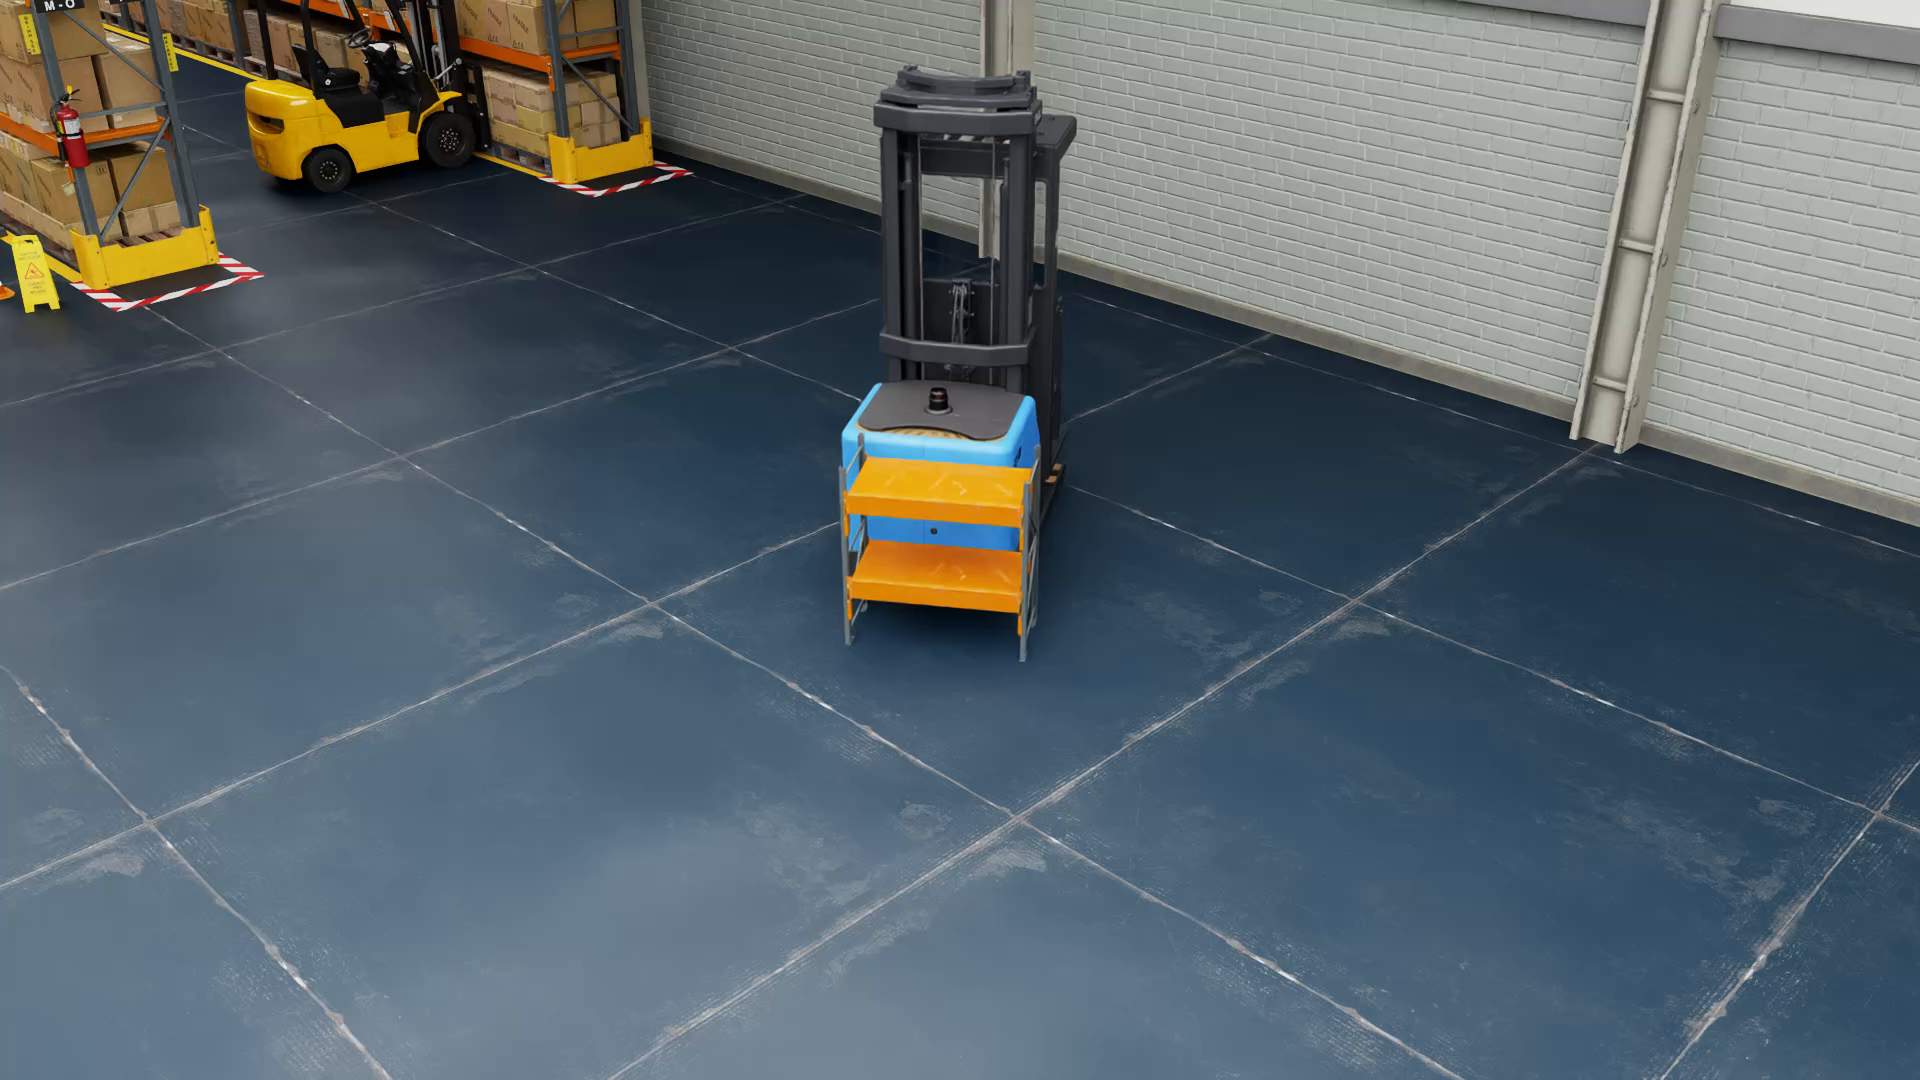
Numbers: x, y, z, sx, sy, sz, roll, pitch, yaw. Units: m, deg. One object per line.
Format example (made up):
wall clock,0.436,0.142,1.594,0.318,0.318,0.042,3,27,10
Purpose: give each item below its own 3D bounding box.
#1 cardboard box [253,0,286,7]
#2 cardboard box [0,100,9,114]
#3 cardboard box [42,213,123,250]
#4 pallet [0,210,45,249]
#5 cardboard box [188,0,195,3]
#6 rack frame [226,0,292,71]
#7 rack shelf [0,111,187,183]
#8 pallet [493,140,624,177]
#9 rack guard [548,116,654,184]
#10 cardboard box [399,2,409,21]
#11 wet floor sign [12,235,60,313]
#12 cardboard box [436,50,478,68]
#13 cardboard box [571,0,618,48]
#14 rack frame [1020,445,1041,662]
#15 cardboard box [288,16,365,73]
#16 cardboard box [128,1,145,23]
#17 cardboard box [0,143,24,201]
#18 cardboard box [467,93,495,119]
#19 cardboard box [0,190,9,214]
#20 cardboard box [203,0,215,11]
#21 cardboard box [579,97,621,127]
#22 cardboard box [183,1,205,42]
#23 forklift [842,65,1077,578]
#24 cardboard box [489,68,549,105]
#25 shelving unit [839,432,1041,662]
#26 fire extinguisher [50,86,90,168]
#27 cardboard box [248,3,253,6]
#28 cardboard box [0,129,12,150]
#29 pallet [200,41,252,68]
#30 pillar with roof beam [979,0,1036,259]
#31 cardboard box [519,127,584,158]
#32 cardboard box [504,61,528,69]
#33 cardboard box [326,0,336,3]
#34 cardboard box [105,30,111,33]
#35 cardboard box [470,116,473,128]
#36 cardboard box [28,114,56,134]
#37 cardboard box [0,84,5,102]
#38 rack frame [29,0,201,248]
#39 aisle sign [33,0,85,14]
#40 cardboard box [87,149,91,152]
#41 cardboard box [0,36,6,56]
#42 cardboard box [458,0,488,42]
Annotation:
cardboard box,-9.847,-7.701,23.704,0.380,0.149,0.250,-23,35,-37
cardboard box,-8.844,-4.136,15.656,0.250,0.149,0.380,24,36,38
cardboard box,-8.249,-2.953,15.640,0.500,0.250,0.500,24,36,38
pallet,-8.941,-3.267,16.731,1.213,0.211,1.003,25,36,38
cardboard box,-10.932,-7.866,24.018,0.250,0.149,0.380,24,36,38
rack frame,-9.694,-8.061,22.850,0.127,3.000,1.000,25,36,38
rack shelf,-8.893,-4.136,16.160,4.000,0.370,1.077,25,36,38
pallet,-4.564,-4.452,18.983,1.213,0.211,1.003,25,36,38
rack guard,-3.972,-4.336,18.453,0.348,0.500,1.175,25,36,38
cardboard box,-6.325,-6.404,19.592,0.500,0.500,0.500,-25,36,-38
wet floor sign,-8.081,-2.343,14.506,0.267,0.644,0.232,-13,30,-22
cardboard box,-5.996,-5.576,19.554,0.500,0.250,0.500,-24,36,-38
cardboard box,-4.148,-5.749,18.346,0.500,0.500,0.500,-24,36,-38
rack frame,0.398,0.080,9.383,0.032,1.125,0.500,5,28,9
cardboard box,-8.307,-6.557,22.092,0.625,0.625,0.875,23,35,36
cardboard box,-12.359,-8.213,25.374,0.500,0.500,0.500,-23,36,-37
cardboard box,-8.950,-3.614,16.091,0.500,0.500,0.500,24,36,37
cardboard box,-5.289,-5.024,19.042,0.500,0.250,0.500,24,36,37
cardboard box,-9.319,-3.451,16.587,0.500,0.250,0.500,24,36,38
cardboard box,-10.440,-7.583,23.480,0.250,0.149,0.380,22,35,36
cardboard box,-4.179,-4.863,18.735,0.500,0.250,0.500,-25,36,-38
cardboard box,-10.871,-7.544,24.101,0.500,0.500,0.500,-23,36,-37
forklift,0.112,-1.598,10.633,1.130,2.935,3.031,6,28,11
cardboard box,-4.905,-5.073,18.598,0.500,0.250,0.500,-25,36,-38
shelving unit,-0.103,0.038,9.461,1.048,1.125,0.538,5,28,9
fire extinguisher,-7.708,-3.578,14.407,0.183,0.674,0.296,25,36,38
cardboard box,-10.134,-7.538,24.090,0.500,0.500,0.500,25,37,39
cardboard box,-8.893,-3.832,15.808,0.380,0.149,0.250,-23,36,-37
pallet,-10.200,-7.083,23.987,1.213,0.211,1.003,25,36,38
pillar with roof beam,-2.594,-5.246,11.051,0.400,9.000,9.100,25,36,38
cardboard box,-4.546,-4.468,18.521,0.500,0.250,0.500,25,37,39
cardboard box,-4.907,-5.410,19.238,0.500,0.250,0.500,24,36,38
cardboard box,-7.747,-6.929,20.859,0.500,0.250,0.500,24,36,38
cardboard box,-8.346,-4.558,15.762,0.500,0.500,0.500,24,36,37
cardboard box,-5.630,-4.962,19.459,0.500,0.250,0.500,-24,36,-38
cardboard box,-8.142,-3.788,14.994,0.250,0.149,0.380,24,36,38
cardboard box,-8.755,-4.393,15.448,0.500,0.500,0.500,24,36,38
rack frame,-7.467,-3.802,14.751,0.127,3.000,1.000,25,36,38
aisle sign,-7.626,-4.836,13.925,0.004,0.787,0.394,25,36,38
cardboard box,-8.241,-3.635,16.130,0.500,0.500,0.500,23,35,37
cardboard box,-8.340,-4.682,14.924,0.700,0.500,0.500,-25,37,-39
cardboard box,-5.253,-5.908,18.648,0.500,0.500,0.500,24,36,37
